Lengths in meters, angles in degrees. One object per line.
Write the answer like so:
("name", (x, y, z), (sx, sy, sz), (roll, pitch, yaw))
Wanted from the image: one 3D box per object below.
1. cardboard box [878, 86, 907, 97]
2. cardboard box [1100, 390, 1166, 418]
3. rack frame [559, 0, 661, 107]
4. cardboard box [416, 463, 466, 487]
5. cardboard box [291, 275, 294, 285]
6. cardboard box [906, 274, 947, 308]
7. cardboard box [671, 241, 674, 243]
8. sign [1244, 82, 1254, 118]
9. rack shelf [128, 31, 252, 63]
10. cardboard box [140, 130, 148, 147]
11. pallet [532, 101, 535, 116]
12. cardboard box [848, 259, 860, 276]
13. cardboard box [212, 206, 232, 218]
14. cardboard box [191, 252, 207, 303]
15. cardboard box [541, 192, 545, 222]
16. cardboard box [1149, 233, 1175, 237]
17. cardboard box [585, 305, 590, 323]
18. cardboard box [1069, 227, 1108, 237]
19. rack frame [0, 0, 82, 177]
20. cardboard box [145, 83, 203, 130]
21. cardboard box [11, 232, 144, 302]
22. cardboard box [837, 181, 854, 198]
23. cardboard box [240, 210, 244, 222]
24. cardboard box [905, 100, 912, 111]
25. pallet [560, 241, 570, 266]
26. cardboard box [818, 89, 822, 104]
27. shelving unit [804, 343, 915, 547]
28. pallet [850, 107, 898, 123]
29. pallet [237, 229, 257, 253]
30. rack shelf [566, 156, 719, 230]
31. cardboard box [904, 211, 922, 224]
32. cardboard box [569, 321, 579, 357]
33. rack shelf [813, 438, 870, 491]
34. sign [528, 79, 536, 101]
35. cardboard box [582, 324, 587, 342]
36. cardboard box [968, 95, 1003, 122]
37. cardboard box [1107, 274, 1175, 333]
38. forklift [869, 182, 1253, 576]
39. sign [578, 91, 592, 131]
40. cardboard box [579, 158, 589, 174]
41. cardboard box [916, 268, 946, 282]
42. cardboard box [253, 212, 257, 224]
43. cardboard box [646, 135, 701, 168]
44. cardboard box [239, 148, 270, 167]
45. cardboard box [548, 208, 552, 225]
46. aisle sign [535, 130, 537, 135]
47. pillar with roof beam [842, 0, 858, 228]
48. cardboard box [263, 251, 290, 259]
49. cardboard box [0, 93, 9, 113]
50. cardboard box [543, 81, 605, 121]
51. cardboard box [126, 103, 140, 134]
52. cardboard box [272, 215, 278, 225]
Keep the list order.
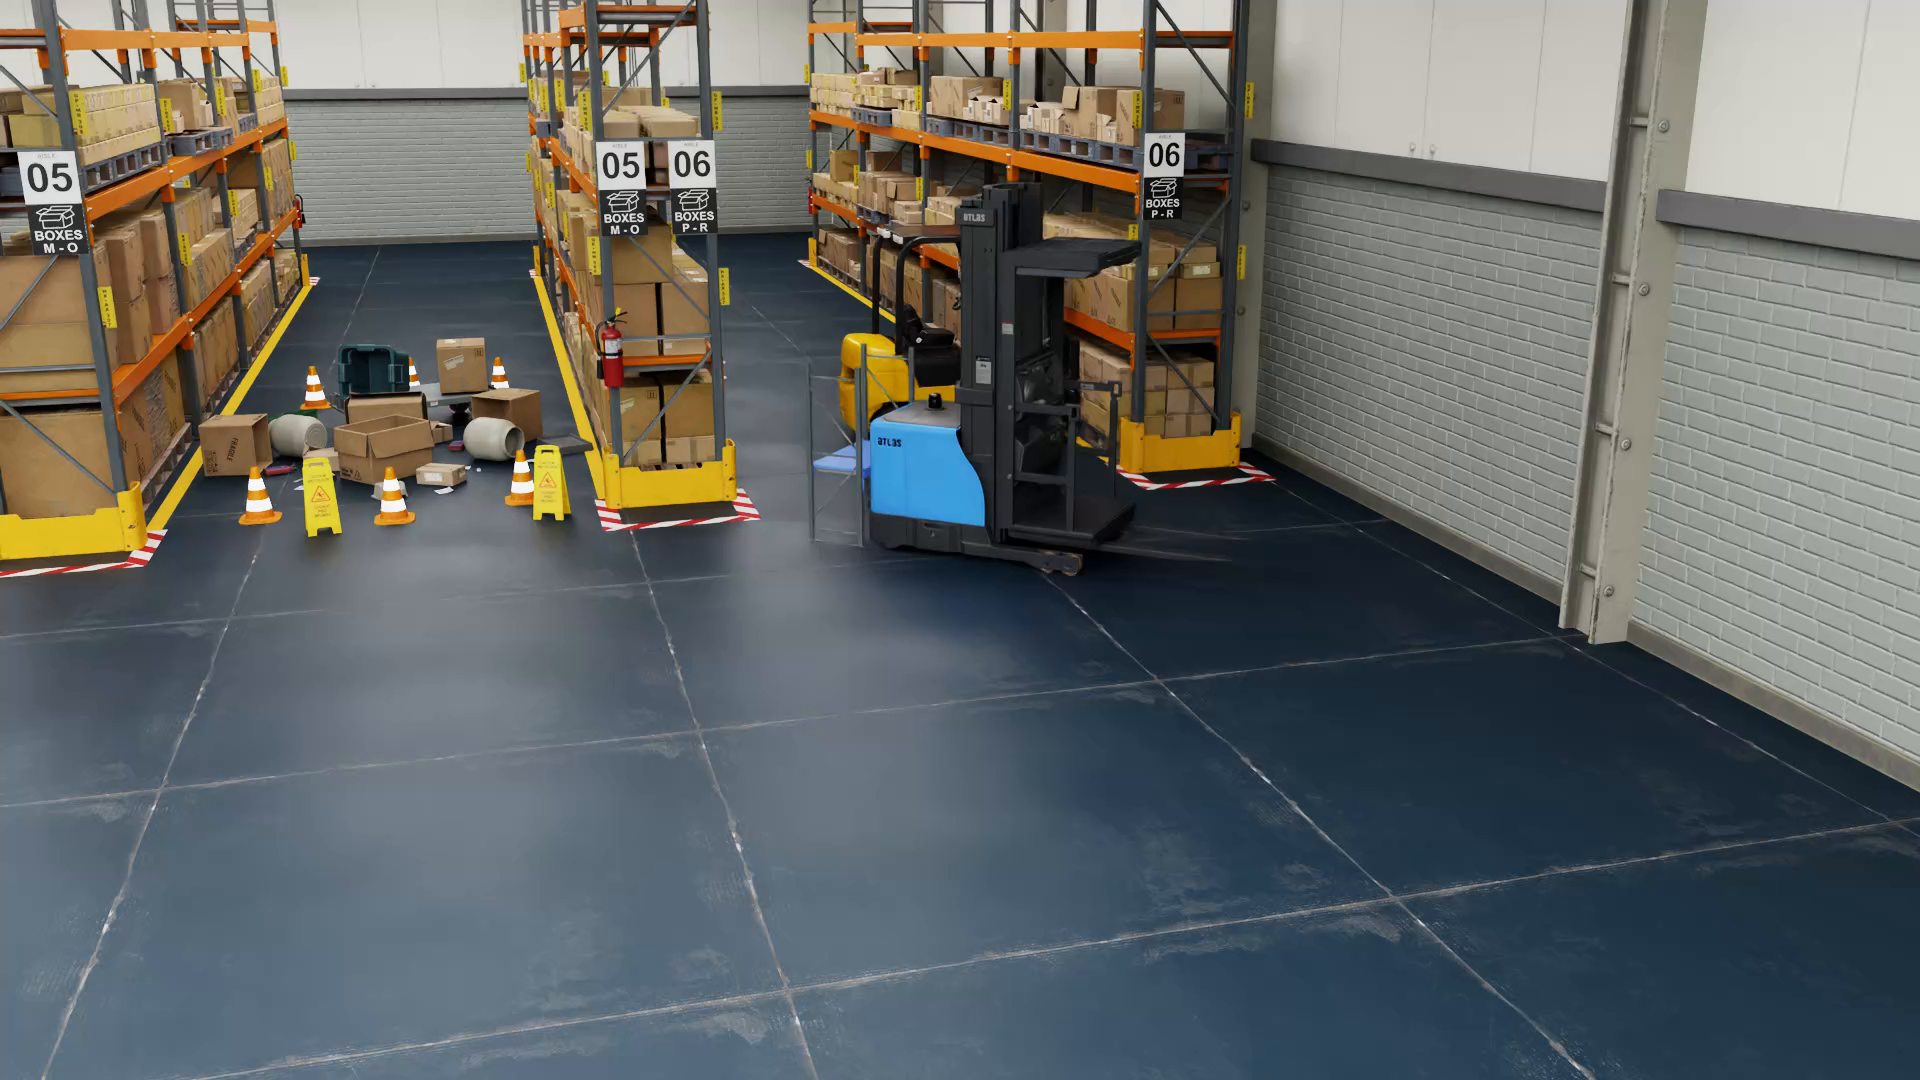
("cardboard box", (-0.999, -6.663, 24.723), (0.380, 0.149, 0.250), (-5, 17, -15))
("cardboard box", (1.724, -1.409, 16.608), (0.500, 0.250, 0.500), (-5, 17, -16))
("rack frame", (-3.712, -5.761, 17.489), (1.000, 3.000, 0.127), (-5, 17, -15))
("cardboard box", (-4.915, -0.619, 15.754), (0.380, 0.149, 0.250), (4, 17, 13))
("cardboard box", (-11.028, -4.219, 27.008), (0.380, 0.149, 0.250), (-6, 18, -18))
("cardboard box", (-0.490, -3.631, 24.441), (0.500, 0.500, 0.500), (-5, 17, -16))
("cardboard box", (-3.351, -2.975, 17.952), (0.500, 0.500, 0.500), (-5, 17, -17))
("sign", (2.694, -4.110, 15.551), (0.100, 0.325, 0.005), (-5, 17, -15))
("rack shelf", (-10.093, -6.465, 21.780), (1.077, 0.370, 4.000), (-5, 17, -15))
("cardboard box", (-7.824, -3.747, 15.530), (0.380, 0.149, 0.250), (-5, 17, -15))
("pallet", (-6.457, -7.059, 27.178), (1.003, 0.211, 1.213), (-5, 17, -15))
("cardboard box", (-1.673, -4.616, 28.127), (0.396, 0.266, 0.258), (-4, 17, -13))
("cardboard box", (-9.623, -4.226, 21.480), (0.380, 0.149, 0.250), (-5, 17, -16))
("cardboard box", (-8.469, -2.823, 17.962), (0.500, 0.500, 0.500), (-5, 17, -15))
("cardboard box", (-6.284, -5.257, 26.065), (0.500, 0.500, 0.500), (-5, 17, -15))
("cardboard box", (1.996, -3.073, 17.151), (0.380, 0.149, 0.250), (-4, 17, -14))
("cardboard box", (-3.592, -2.301, 16.834), (0.380, 0.149, 0.250), (-5, 17, -15))
("cardboard box", (1.377, -3.253, 17.750), (0.380, 0.149, 0.250), (-5, 17, -15))
("rack frame", (-7.345, -4.235, 12.410), (1.000, 3.000, 0.127), (-5, 17, -15))
("cardboard box", (-8.796, -4.850, 18.592), (0.500, 0.500, 0.500), (-5, 17, -15))
("cardboard box", (-7.672, -2.367, 14.482), (0.875, 0.550, 0.550), (-5, 17, -15))
("cardboard box", (-1.790, -5.963, 28.333), (0.500, 0.250, 0.500), (-5, 17, -16))
("cardboard box", (-9.916, -4.378, 22.504), (0.380, 0.149, 0.250), (-4, 17, -13))
("cardboard box", (-0.579, -6.236, 23.851), (0.380, 0.149, 0.250), (-5, 17, -15))
("pallet", (-4.513, -3.714, 21.435), (1.213, 0.211, 1.003), (-5, 17, -15))
("cardboard box", (-2.220, -7.825, 29.317), (0.500, 0.250, 0.500), (-4, 17, -14))
("shelving unit", (-0.827, -0.824, 14.088), (0.538, 1.500, 1.048), (7, 18, 22))
("pallet", (-1.028, -6.655, 26.006), (1.213, 0.211, 1.003), (-5, 17, -15))
("pallet", (-10.127, -4.028, 22.480), (1.003, 0.211, 1.213), (-5, 17, -15))
("rack shelf", (-3.163, -3.427, 16.183), (1.077, 0.370, 4.000), (-5, 17, -15))
("cardboard box", (-0.589, -4.620, 23.825), (0.380, 0.149, 0.250), (-4, 17, -14))
("cardboard box", (-4.455, -2.577, 21.153), (0.950, 0.372, 0.625), (-5, 17, -16))
("rack shelf", (-0.827, -0.652, 14.140), (0.538, 0.185, 1.000), (7, 18, 22))
("sign", (-6.444, -6.779, 25.054), (0.100, 0.325, 0.005), (-5, 17, -15))
("cardboard box", (-3.833, -2.218, 17.741), (0.380, 0.149, 0.250), (-4, 17, -14))
("cardboard box", (0.415, -5.318, 20.478), (0.500, 0.311, 0.500), (-5, 18, -17))
("cardboard box", (1.771, -2.338, 16.349), (0.500, 0.500, 0.500), (-5, 17, -16))
("forklift", (0.816, -1.296, 13.173), (3.031, 2.935, 1.130), (7, 18, 23))
("sign", (-3.152, -3.604, 13.983), (0.100, 0.325, 0.005), (-5, 17, -15))
("cardboard box", (-3.445, -3.596, 15.931), (0.380, 0.149, 0.250), (-5, 17, -16))
("cardboard box", (-0.419, -3.819, 23.940), (0.380, 0.149, 0.250), (-6, 18, -18))
("cardboard box", (-10.271, -4.596, 23.746), (0.380, 0.149, 0.250), (-5, 17, -15))
("cardboard box", (-2.495, -3.449, 14.749), (0.500, 0.250, 0.500), (-5, 17, -16))
("cardboard box", (-10.689, -5.637, 25.075), (0.500, 0.500, 0.500), (-5, 18, -17))
("cardboard box", (-5.494, -4.557, 23.302), (0.500, 0.250, 0.500), (-5, 17, -17))
("aisle sign", (-7.309, -7.449, 29.019), (0.394, 0.787, 0.004), (-5, 17, -15))
("pillar with roof beam", (-6.252, -9.951, 31.437), (9.100, 9.000, 0.400), (-5, 17, -15))
("cardboard box", (-11.339, -4.708, 27.604), (0.380, 0.149, 0.250), (-4, 17, -14))
("cardboard box", (-7.901, -3.516, 13.375), (0.380, 0.149, 0.250), (-4, 17, -14))
("cardboard box", (-5.060, -5.774, 21.837), (0.797, 0.503, 0.637), (-6, 18, -19))
("cardboard box", (-7.788, -3.831, 15.117), (0.500, 0.250, 0.500), (-5, 17, -16))
("cardboard box", (-10.747, -4.951, 25.658), (0.380, 0.149, 0.250), (-4, 17, -14))
